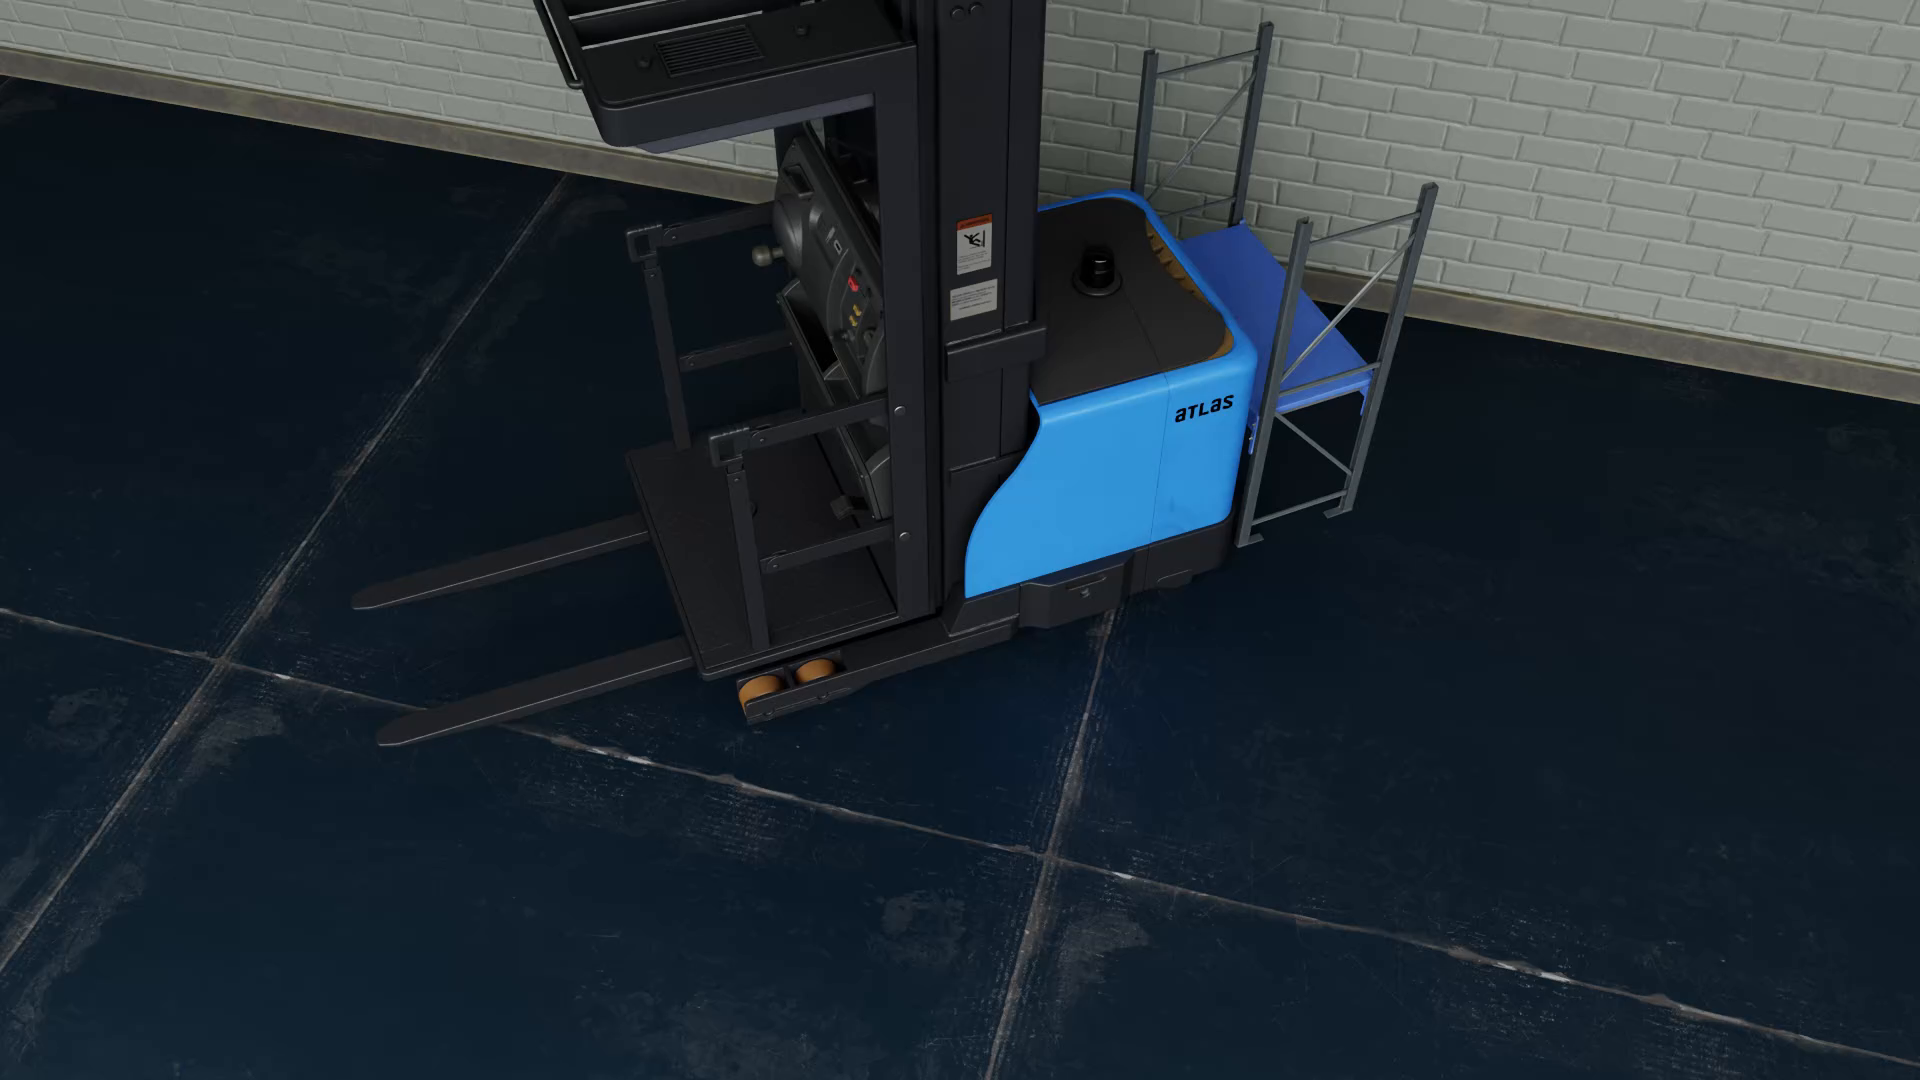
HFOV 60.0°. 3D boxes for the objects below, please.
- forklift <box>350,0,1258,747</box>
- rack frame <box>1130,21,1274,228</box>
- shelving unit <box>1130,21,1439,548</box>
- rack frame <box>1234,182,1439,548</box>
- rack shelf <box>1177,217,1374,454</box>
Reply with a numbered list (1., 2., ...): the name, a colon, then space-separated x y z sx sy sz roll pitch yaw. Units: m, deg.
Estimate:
1. forklift: -0.586 -0.800 5.001 3.031 2.935 1.130 -16 51 -14
2. rack frame: 0.865 -1.250 6.351 0.500 1.500 0.032 -18 51 -15
3. shelving unit: 1.066 -0.900 6.042 0.538 1.500 1.048 -18 51 -15
4. rack frame: 1.267 -0.550 5.733 0.500 1.500 0.032 -18 51 -15
5. rack shelf: 1.065 -0.780 6.176 0.538 0.185 1.000 -18 51 -15
